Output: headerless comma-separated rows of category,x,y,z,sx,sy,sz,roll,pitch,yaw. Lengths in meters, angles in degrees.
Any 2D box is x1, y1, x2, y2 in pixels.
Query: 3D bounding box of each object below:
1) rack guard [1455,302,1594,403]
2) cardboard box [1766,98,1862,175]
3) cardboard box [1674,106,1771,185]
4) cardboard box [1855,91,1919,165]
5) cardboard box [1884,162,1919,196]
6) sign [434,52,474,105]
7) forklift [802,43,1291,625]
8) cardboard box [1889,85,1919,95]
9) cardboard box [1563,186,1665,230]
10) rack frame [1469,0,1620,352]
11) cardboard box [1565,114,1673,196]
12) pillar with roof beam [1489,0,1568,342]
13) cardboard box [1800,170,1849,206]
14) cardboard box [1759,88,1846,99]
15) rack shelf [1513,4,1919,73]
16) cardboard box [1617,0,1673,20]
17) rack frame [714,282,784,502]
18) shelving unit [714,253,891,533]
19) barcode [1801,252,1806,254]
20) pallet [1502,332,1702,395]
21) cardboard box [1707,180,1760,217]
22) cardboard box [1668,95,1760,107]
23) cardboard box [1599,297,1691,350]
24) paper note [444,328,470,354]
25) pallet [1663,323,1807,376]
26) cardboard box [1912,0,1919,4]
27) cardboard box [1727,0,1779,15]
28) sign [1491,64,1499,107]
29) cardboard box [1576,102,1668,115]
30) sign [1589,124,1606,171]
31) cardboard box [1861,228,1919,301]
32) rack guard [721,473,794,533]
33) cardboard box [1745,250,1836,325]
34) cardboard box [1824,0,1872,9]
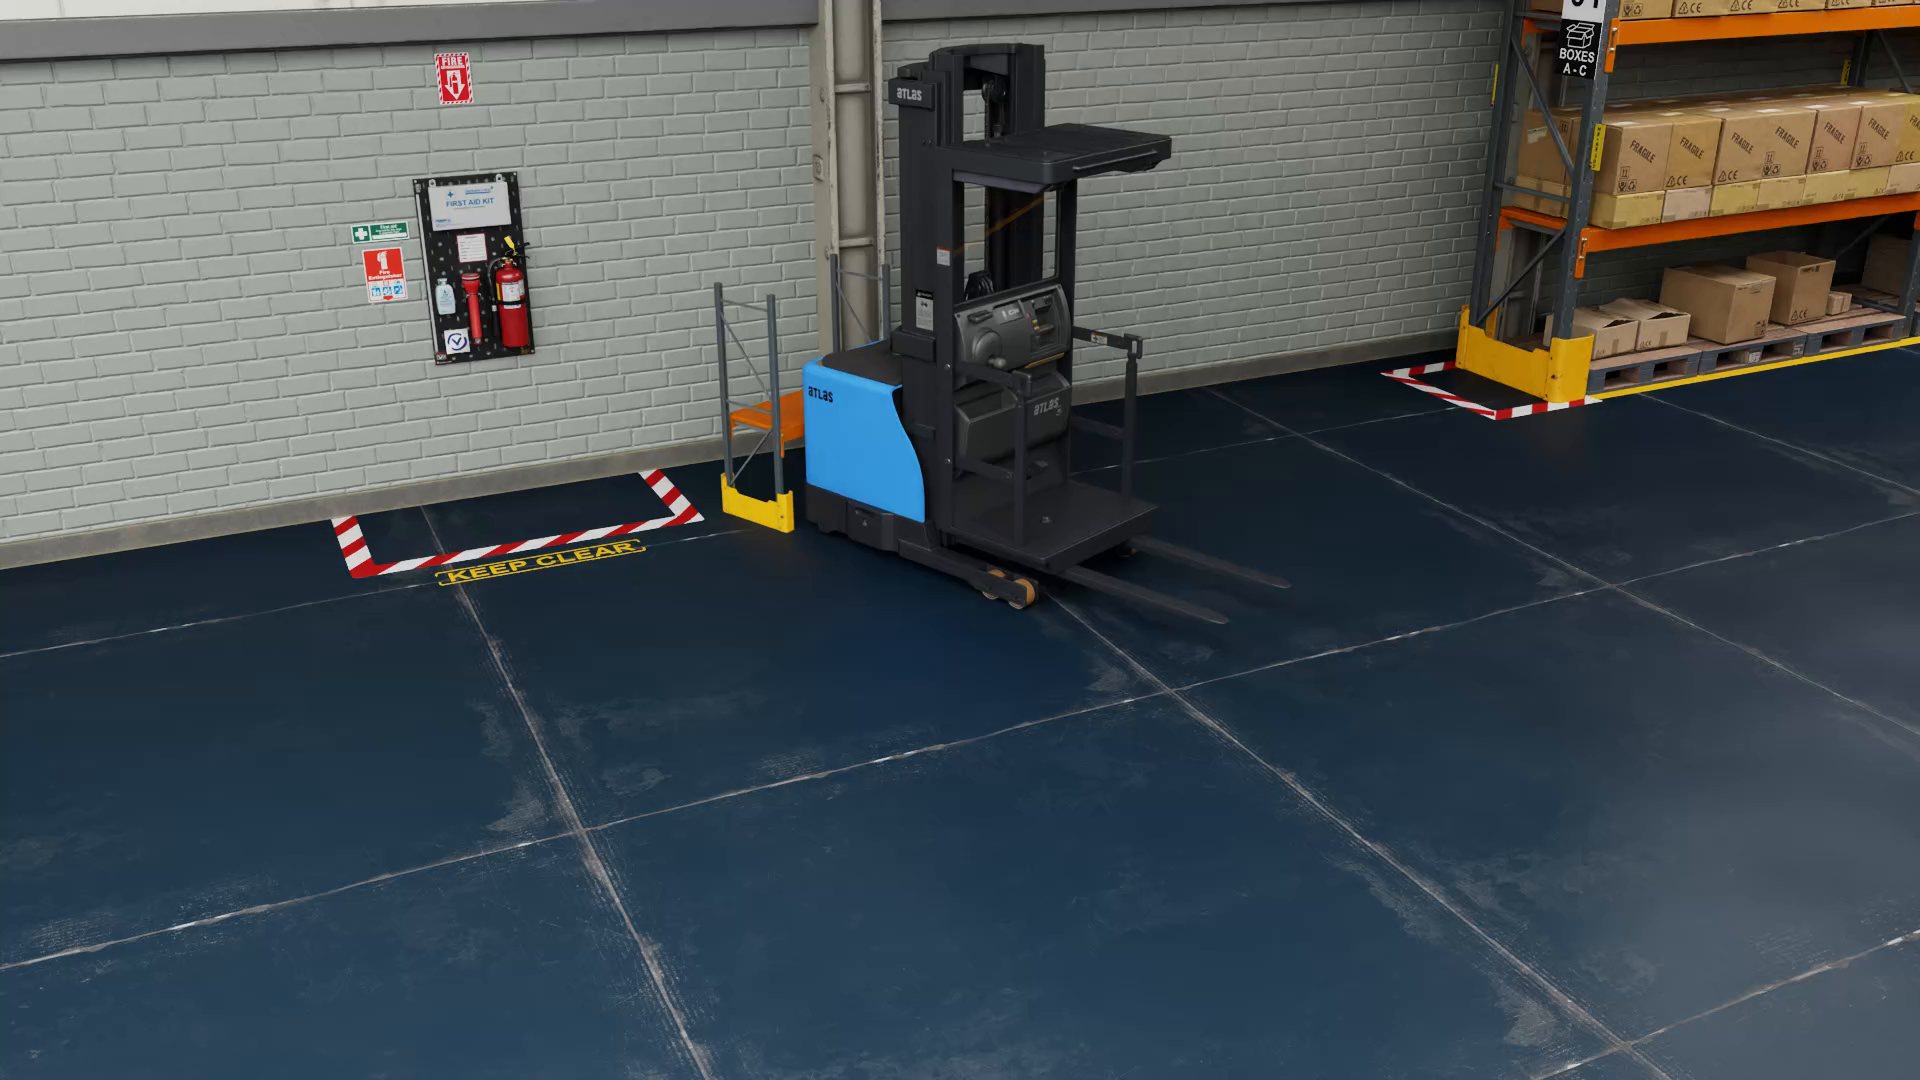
rack guard,4.472,-1.505,13.232,0.348,0.500,1.175,-10,25,-24
cardboard box,6.810,-3.248,13.363,0.500,0.500,0.500,-11,25,-25
cardboard box,5.882,-3.071,12.937,0.500,0.500,0.500,-11,25,-25
cardboard box,7.716,-3.412,13.761,0.500,0.500,0.500,-10,25,-24
cardboard box,7.712,-3.068,13.909,0.500,0.250,0.500,-10,25,-23
sign,-3.041,-2.773,9.997,0.199,0.298,0.001,-10,25,-24
forklift,0.463,-1.195,9.305,3.031,2.935,1.130,19,29,38
cardboard box,8.481,-3.633,14.398,0.500,0.500,0.700,-10,25,-23
cardboard box,4.981,-2.559,12.679,0.500,0.250,0.500,-11,25,-25
rack frame,4.403,-2.647,12.723,0.127,3.000,1.000,-10,25,-24
cardboard box,4.964,-2.909,12.546,0.500,0.500,0.500,-10,25,-24
pillar with roof beam,6.526,-4.350,8.992,0.400,9.000,9.100,-10,25,-24
cardboard box,6.813,-2.899,13.502,0.500,0.250,0.500,-11,25,-24
cardboard box,7.026,-3.507,13.989,0.500,0.500,0.500,-11,25,-24
rack shelf,6.205,-4.032,13.089,4.000,0.370,1.077,-10,25,-24
cardboard box,4.813,-4.058,12.052,0.500,0.500,0.500,-10,24,-22
rack frame,-1.294,-0.814,10.256,0.500,1.500,0.032,18,28,36
shelving unit,-0.964,-0.967,10.623,0.587,1.500,1.083,18,28,36
barcode,7.417,-2.500,14.642,0.075,0.075,0.001,-10,25,-24
pallet,5.219,-1.494,13.583,1.213,0.211,1.003,-10,25,-24
cardboard box,5.904,-2.732,13.098,0.500,0.250,0.500,-11,25,-24
cardboard box,6.111,-3.336,13.577,0.500,0.500,0.500,-10,25,-23
cardboard box,5.579,-1.786,13.584,0.500,0.311,0.500,-8,24,-19
paper note,-3.180,-1.257,10.516,0.142,0.148,0.016,-10,25,-24
pallet,6.317,-1.695,14.068,1.213,0.211,1.003,-10,25,-24
cardboard box,7.657,-4.583,13.320,0.500,0.500,0.500,-10,24,-22
cardboard box,5.779,-4.222,12.449,0.500,0.500,0.500,-9,24,-21
sign,4.181,-3.523,12.911,0.005,0.325,0.100,-10,25,-24
cardboard box,5.194,-3.165,13.164,0.500,0.500,0.500,-10,25,-23
sign,4.639,-2.860,12.106,0.005,0.325,0.100,-10,25,-24
cardboard box,8.664,-2.487,15.029,0.500,0.500,0.700,-10,24,-22
rack guard,-1.282,-0.242,10.508,0.587,0.250,0.087,18,28,36
cardboard box,7.090,-2.173,14.271,0.500,0.500,0.500,-12,26,-28
cardboard box,6.716,-4.399,12.876,0.500,0.500,0.500,-11,25,-26
